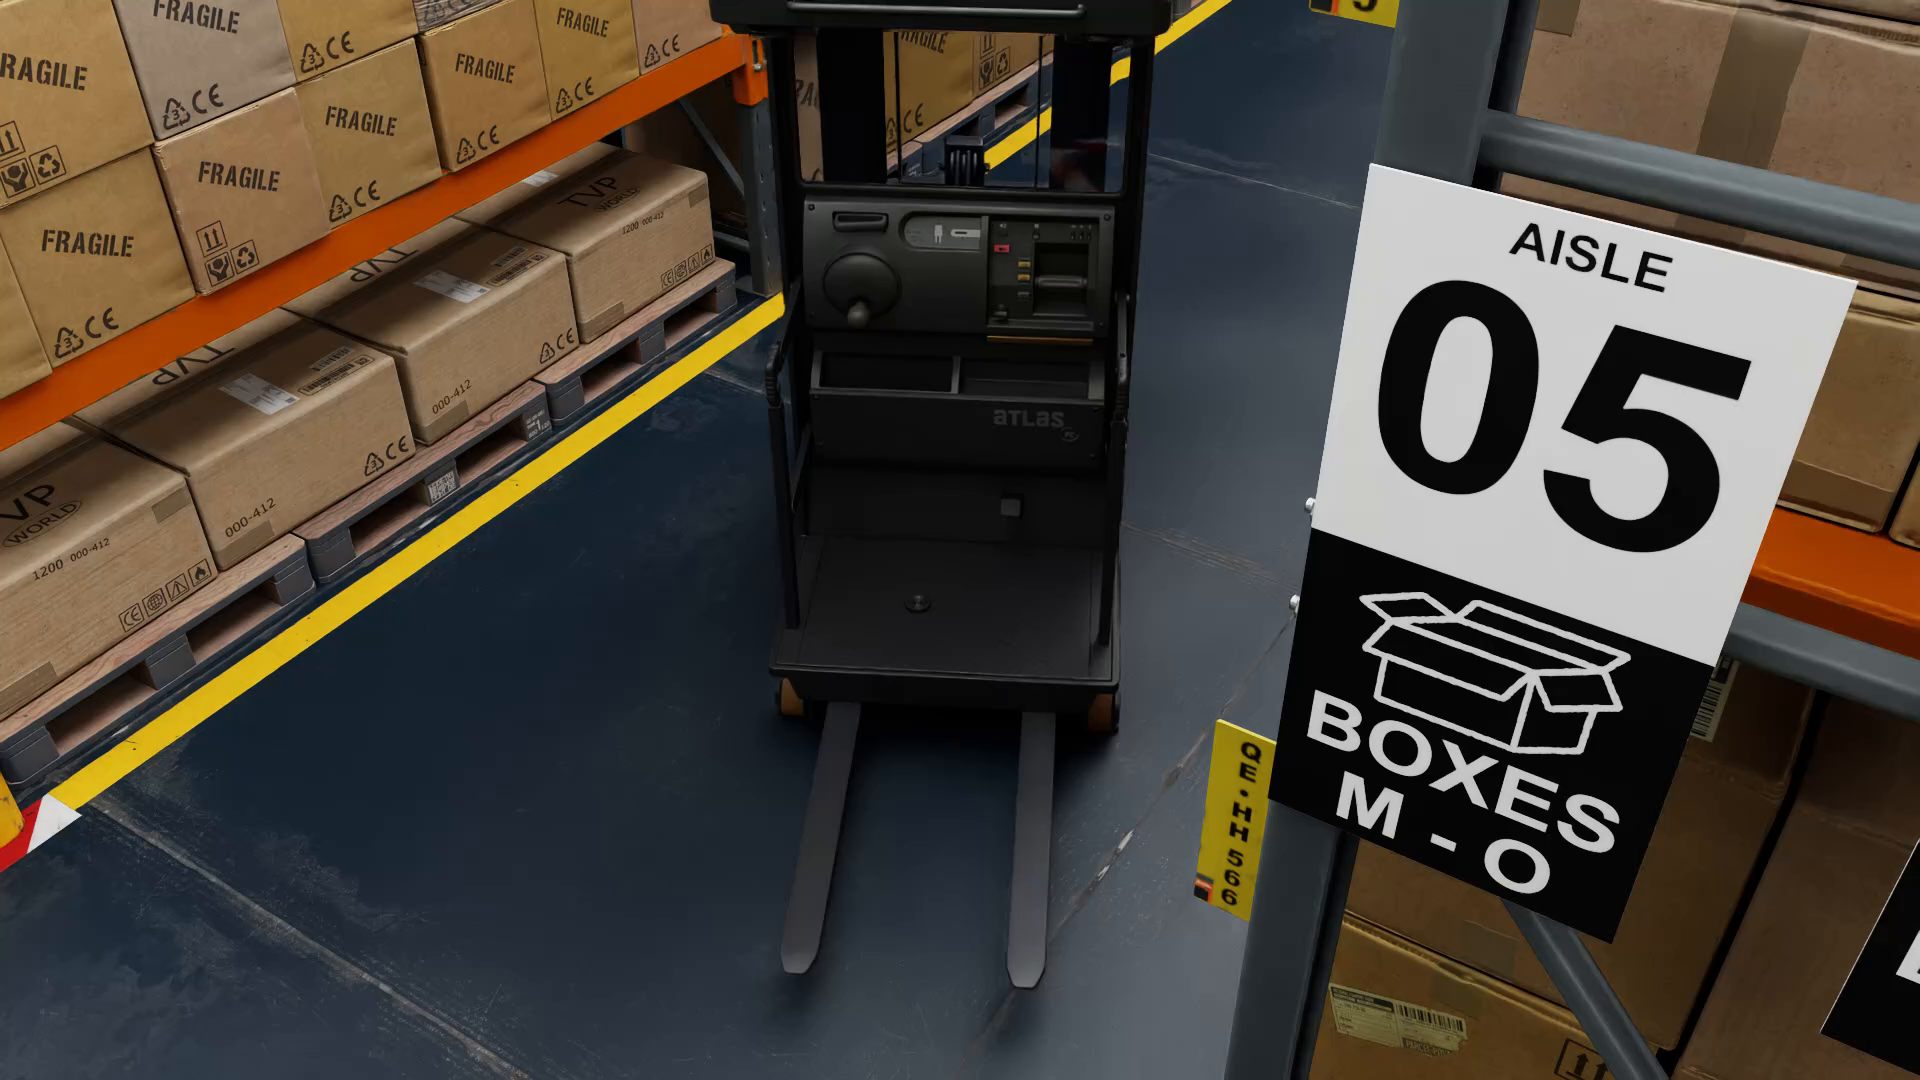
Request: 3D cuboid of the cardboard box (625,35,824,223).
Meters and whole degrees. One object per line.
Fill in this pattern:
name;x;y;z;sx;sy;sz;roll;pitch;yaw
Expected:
cardboard box;-1.011;-2.160;7.991;0.875;0.875;0.875;23;43;26

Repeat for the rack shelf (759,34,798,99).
rack shelf;-0.205;-3.235;8.579;1.077;0.370;4.000;21;42;25

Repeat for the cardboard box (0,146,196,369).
cardboard box;-2.672;-0.890;4.866;0.500;0.500;0.500;21;42;25

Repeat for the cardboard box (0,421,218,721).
cardboard box;-3.150;0.049;5.485;0.875;0.438;0.875;20;42;24

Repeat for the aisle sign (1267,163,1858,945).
aisle sign;0.522;0.050;1.599;0.394;0.787;0.004;21;42;25

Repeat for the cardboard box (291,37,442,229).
cardboard box;-2.130;-1.410;5.540;0.500;0.500;0.500;23;43;27

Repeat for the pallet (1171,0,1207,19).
pallet;1.287;-3.849;11.070;1.003;0.211;1.213;21;42;25

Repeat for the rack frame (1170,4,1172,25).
rack frame;0.867;-4.551;9.697;1.000;3.000;0.127;21;42;25

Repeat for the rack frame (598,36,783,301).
rack frame;-1.276;-2.489;7.022;1.000;3.000;0.127;21;42;25

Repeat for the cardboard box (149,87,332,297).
cardboard box;-2.384;-1.146;5.198;0.500;0.500;0.500;21;42;25

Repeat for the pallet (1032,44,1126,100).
pallet;0.381;-3.065;10.053;1.003;0.211;1.213;21;42;25

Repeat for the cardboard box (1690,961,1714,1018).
cardboard box;1.554;0.557;2.745;0.500;0.500;0.500;21;42;25

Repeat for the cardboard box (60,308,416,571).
cardboard box;-2.667;-0.426;6.100;0.875;0.438;0.875;22;43;26

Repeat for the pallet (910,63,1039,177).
pallet;-0.273;-2.439;9.240;1.003;0.211;1.213;21;42;25

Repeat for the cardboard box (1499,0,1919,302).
cardboard box;0.847;-0.507;1.708;0.500;0.250;0.500;20;42;24

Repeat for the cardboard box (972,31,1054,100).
cardboard box;-0.055;-3.089;9.196;0.875;0.875;0.875;22;43;26

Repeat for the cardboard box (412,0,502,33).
cardboard box;-1.839;-2.067;5.573;0.500;0.500;0.500;22;43;26

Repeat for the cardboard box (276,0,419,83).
cardboard box;-2.115;-1.811;5.241;0.500;0.500;0.500;21;42;25

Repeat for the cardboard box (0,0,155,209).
cardboard box;-2.650;-1.285;4.560;0.500;0.500;0.500;20;42;24

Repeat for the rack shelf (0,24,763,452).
rack shelf;-2.348;-1.173;5.904;1.077;0.370;4.000;21;42;25

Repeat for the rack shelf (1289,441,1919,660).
rack shelf;1.886;-0.794;2.955;1.077;0.370;4.000;21;42;25

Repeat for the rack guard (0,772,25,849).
rack guard;-3.432;0.575;5.094;1.175;0.500;0.348;21;42;25

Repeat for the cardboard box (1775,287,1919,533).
cardboard box;0.835;-0.309;1.861;0.500;0.250;0.500;20;42;24

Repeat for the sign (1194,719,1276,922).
sign;0.357;0.365;2.113;0.100;0.325;0.005;21;42;25

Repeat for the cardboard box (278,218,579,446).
cardboard box;-2.182;-0.890;6.703;0.875;0.438;0.875;20;42;24

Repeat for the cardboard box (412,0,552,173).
cardboard box;-1.837;-1.675;5.884;0.500;0.500;0.500;21;42;24

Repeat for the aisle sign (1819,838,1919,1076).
aisle sign;1.029;0.246;1.344;0.394;0.787;0.004;21;42;25

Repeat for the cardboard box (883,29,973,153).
cardboard box;-0.534;-2.628;8.598;0.875;0.875;0.875;22;43;26

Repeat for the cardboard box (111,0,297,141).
cardboard box;-2.381;-1.553;4.907;0.500;0.500;0.500;21;42;25

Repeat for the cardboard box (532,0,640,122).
cardboard box;-1.580;-1.939;6.226;0.500;0.500;0.500;20;42;24

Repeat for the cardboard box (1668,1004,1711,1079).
cardboard box;1.289;0.842;2.376;0.500;0.500;0.500;23;43;27

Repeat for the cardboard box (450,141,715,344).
cardboard box;-1.703;-1.352;7.302;0.875;0.438;0.875;21;42;24

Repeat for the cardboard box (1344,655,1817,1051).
cardboard box;0.850;0.269;2.299;0.500;0.500;0.500;20;42;24

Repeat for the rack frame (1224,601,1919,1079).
rack frame;0.815;1.140;2.314;1.000;3.000;0.127;21;42;25

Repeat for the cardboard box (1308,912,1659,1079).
cardboard box;0.838;0.667;2.603;0.500;0.500;0.500;22;43;26

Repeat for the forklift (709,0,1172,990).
forklift;-0.020;-0.745;4.816;1.130;2.935;3.031;3;38;3

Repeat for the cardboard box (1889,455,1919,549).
cardboard box;1.271;-0.136;1.636;0.500;0.250;0.500;23;43;27

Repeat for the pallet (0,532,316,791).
pallet;-3.057;0.240;5.766;1.003;0.211;1.213;21;42;25

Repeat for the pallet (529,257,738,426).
pallet;-1.750;-1.018;7.398;1.003;0.211;1.213;21;42;25

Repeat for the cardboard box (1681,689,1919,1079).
cardboard box;1.279;0.442;2.075;0.500;0.500;0.500;21;42;25

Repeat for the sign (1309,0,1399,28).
sign;0.357;-0.590;1.377;0.100;0.325;0.005;21;42;25

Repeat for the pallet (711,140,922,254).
pallet;-0.926;-1.807;8.421;1.003;0.211;1.213;21;42;25

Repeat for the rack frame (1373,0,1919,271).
rack frame;0.815;-1.236;0.483;1.000;3.000;0.127;21;42;25

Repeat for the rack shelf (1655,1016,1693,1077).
rack shelf;1.886;0.394;3.871;1.077;0.370;4.000;21;42;25

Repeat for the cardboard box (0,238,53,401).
cardboard box;-2.919;-0.620;4.516;0.500;0.500;0.500;21;42;25

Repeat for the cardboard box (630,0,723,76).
cardboard box;-1.309;-2.206;6.573;0.500;0.500;0.500;22;43;26

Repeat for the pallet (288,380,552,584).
pallet;-2.402;-0.387;6.579;1.003;0.211;1.213;21;42;25
